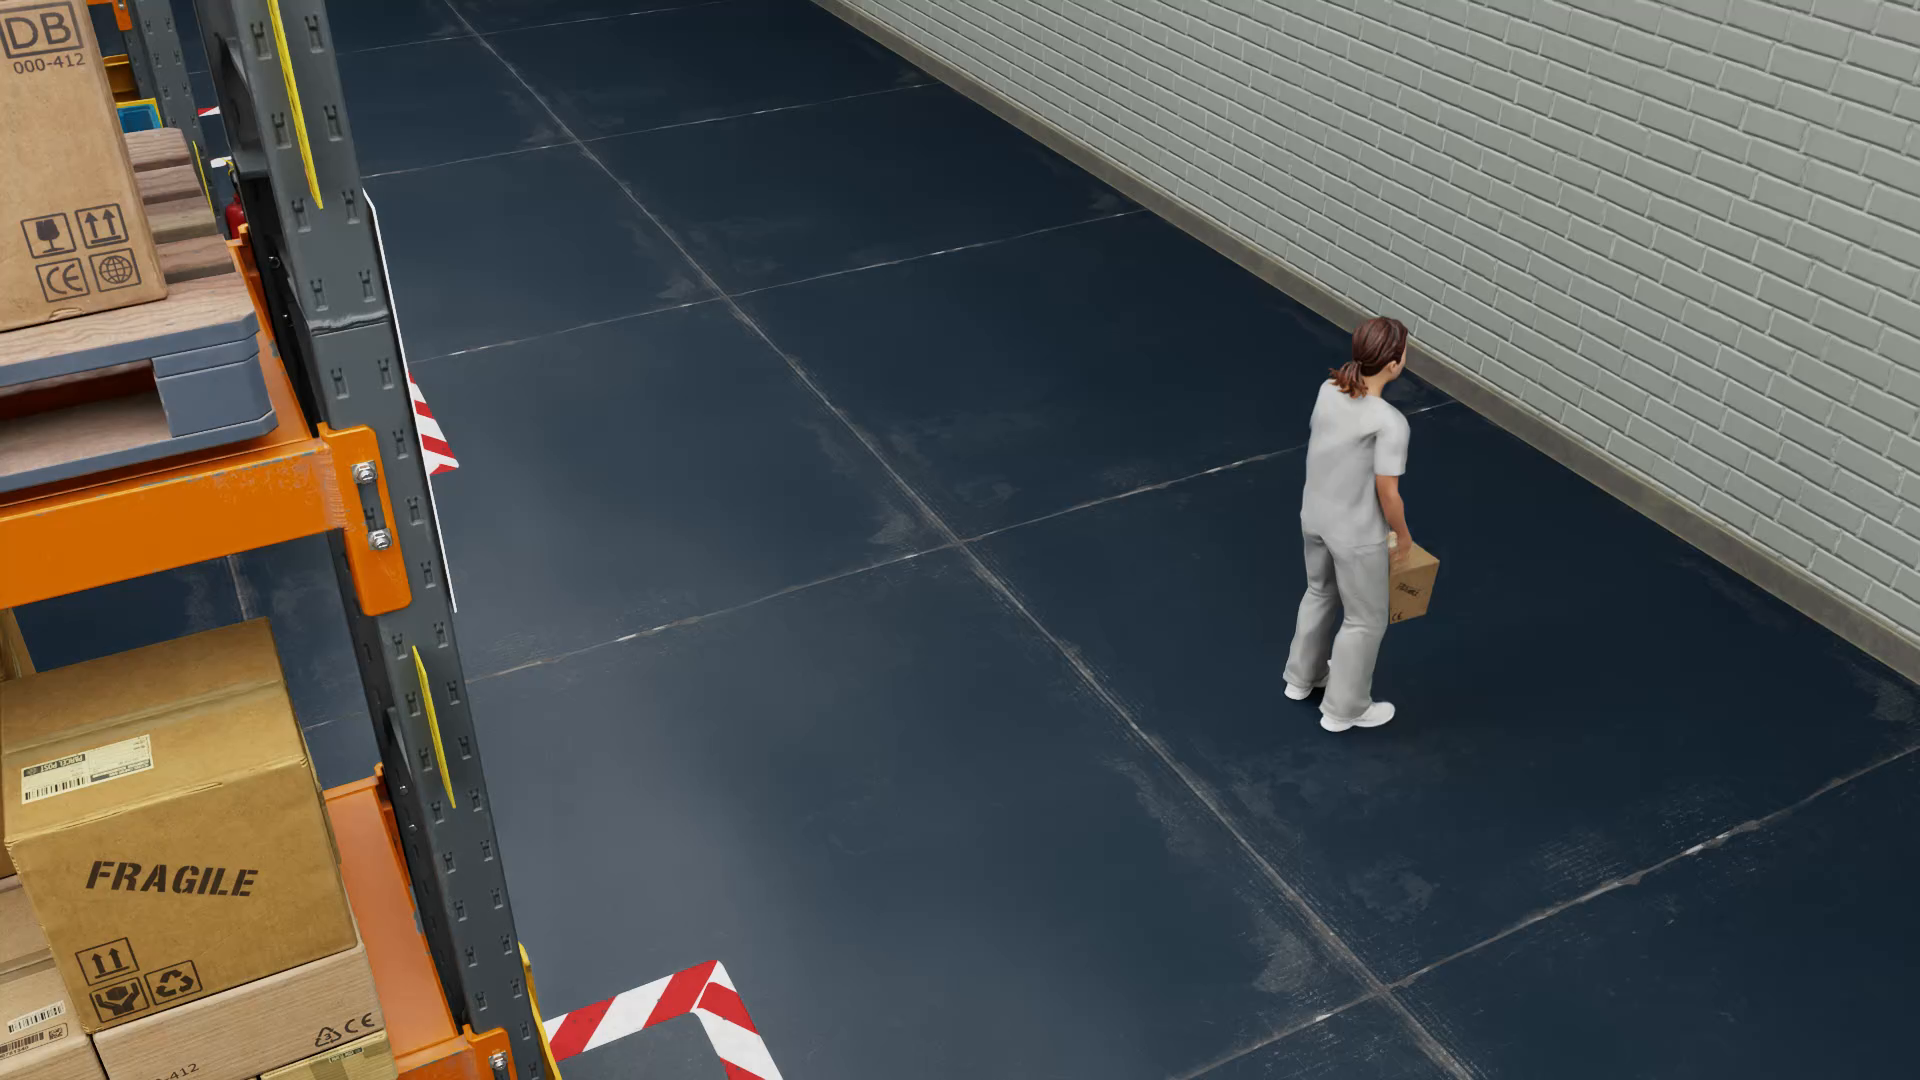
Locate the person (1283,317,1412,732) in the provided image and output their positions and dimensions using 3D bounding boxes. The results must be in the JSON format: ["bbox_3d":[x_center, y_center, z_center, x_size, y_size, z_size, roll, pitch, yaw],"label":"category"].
[{"bbox_3d":[1.466,-0.056,6.224,0.364,1.676,0.474,-17,37,-24],"label":"person"}]
